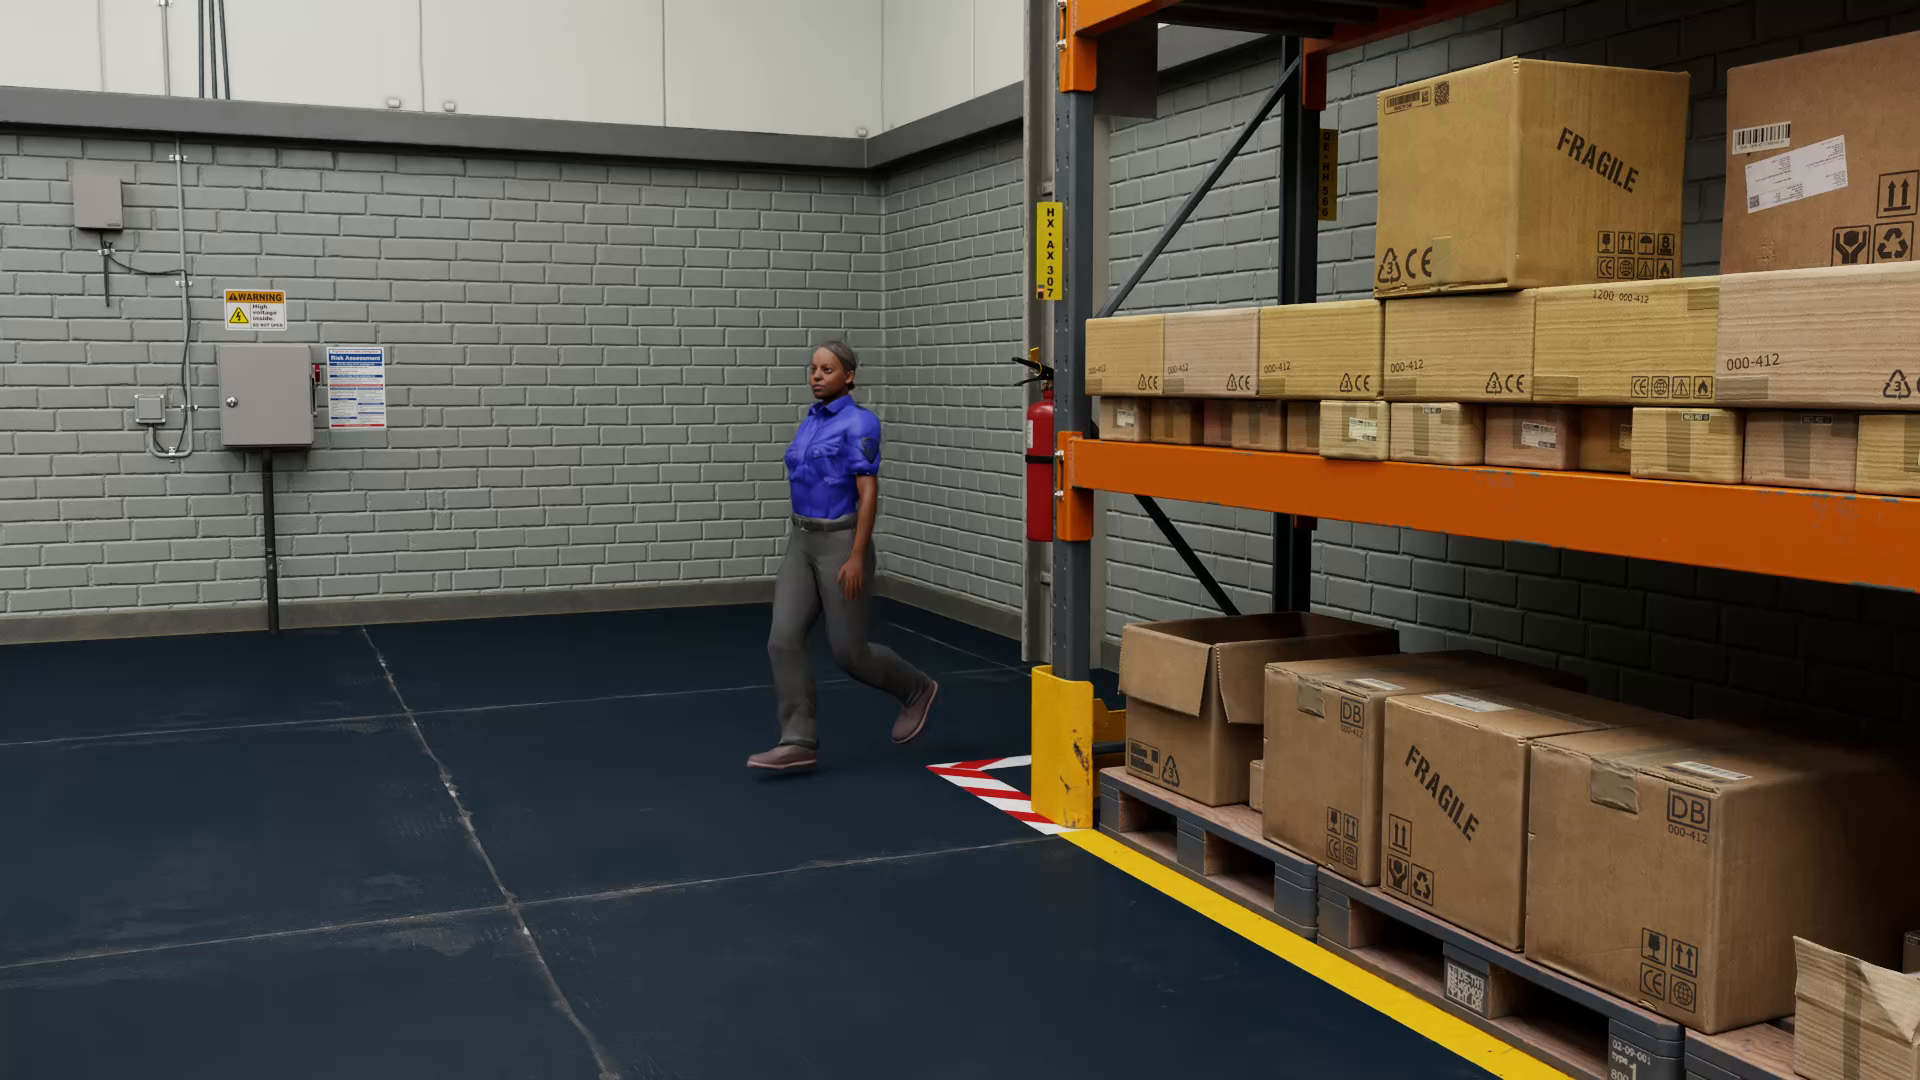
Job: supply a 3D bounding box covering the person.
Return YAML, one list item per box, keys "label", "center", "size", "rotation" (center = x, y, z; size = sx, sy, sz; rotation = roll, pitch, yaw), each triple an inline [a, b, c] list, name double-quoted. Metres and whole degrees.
- label: "person"
  center: [-0.465, 0.052, 6.356]
  size: [0.771, 1.622, 0.466]
  rotation: [-5, 8, -43]
